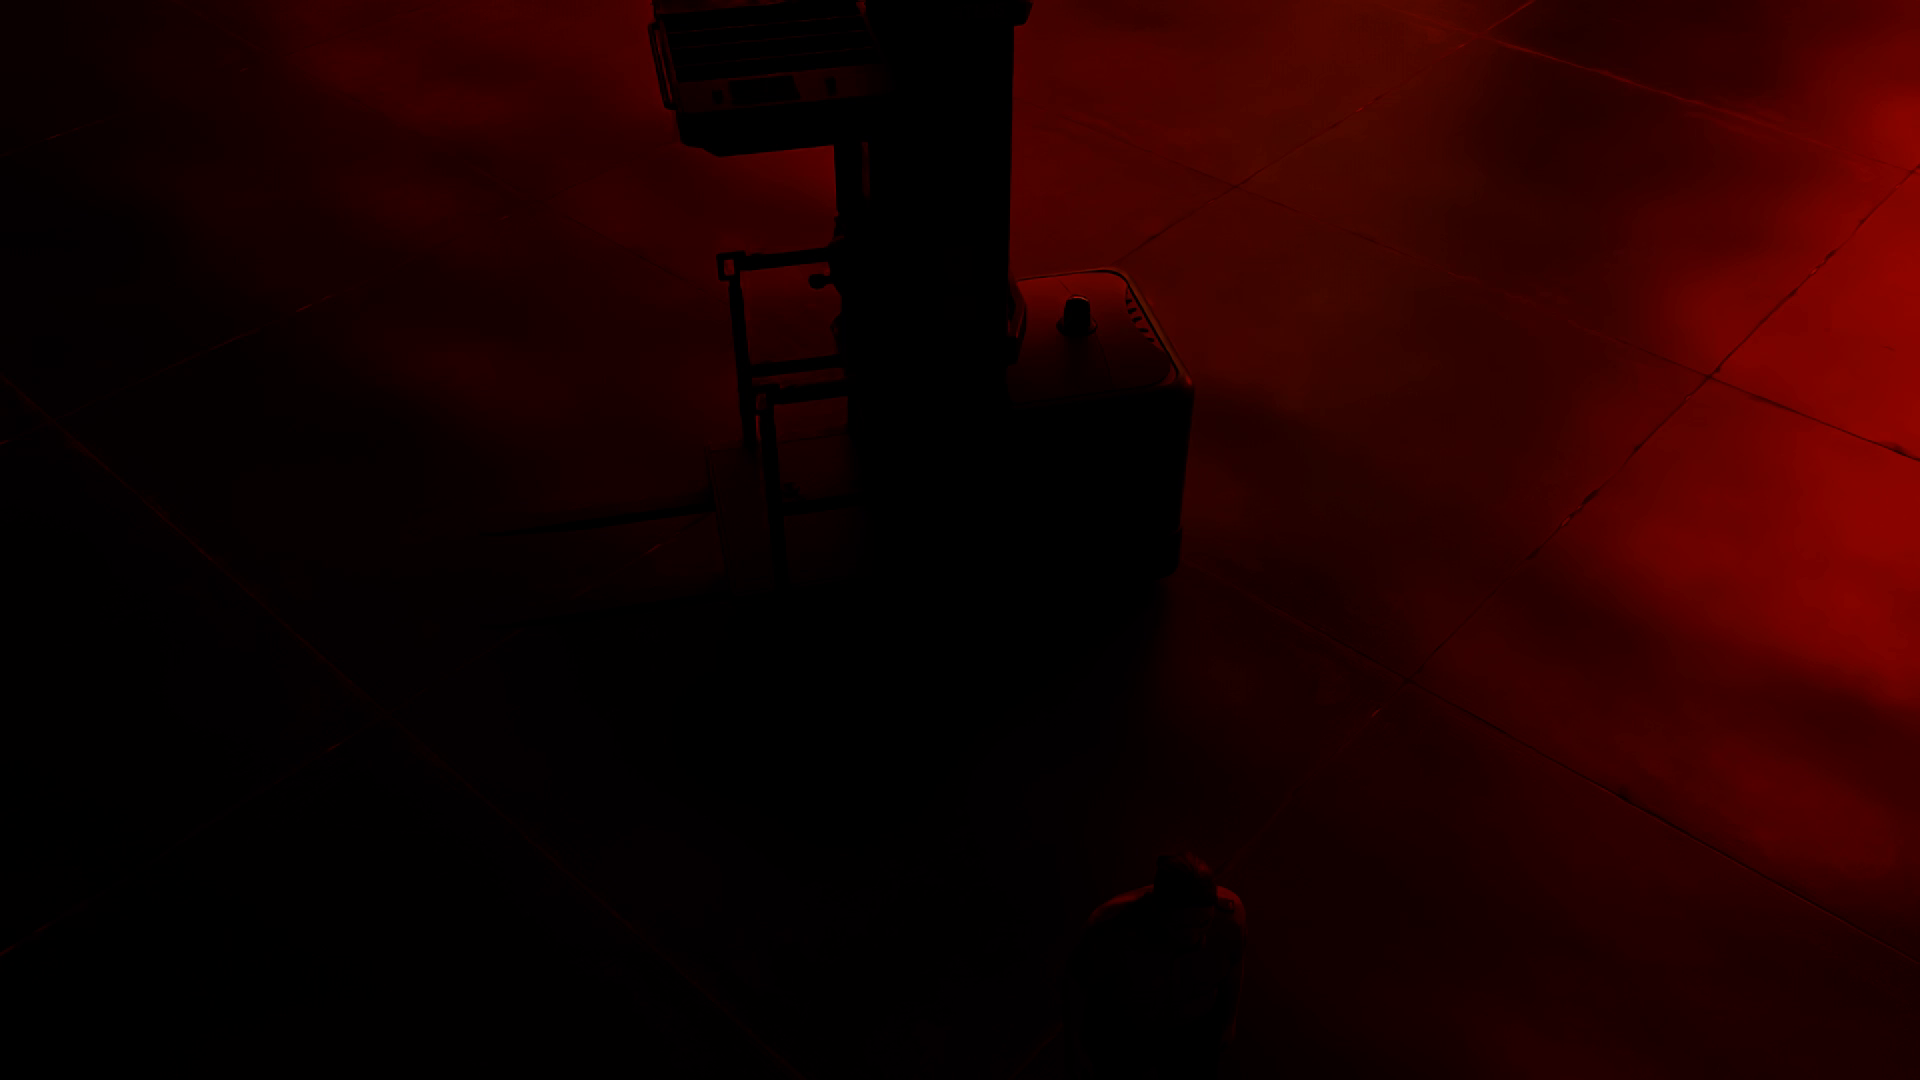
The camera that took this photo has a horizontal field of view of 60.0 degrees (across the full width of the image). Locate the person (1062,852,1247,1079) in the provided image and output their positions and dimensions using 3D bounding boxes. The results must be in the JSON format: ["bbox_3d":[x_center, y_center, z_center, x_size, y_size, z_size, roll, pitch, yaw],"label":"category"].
[{"bbox_3d":[0.549,1.416,4.767,0.529,1.654,0.380,-6,41,-7],"label":"person"}]

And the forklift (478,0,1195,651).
[{"bbox_3d":[-0.595,-1.017,6.614,3.031,2.935,1.130,-9,41,-10],"label":"forklift"}]
